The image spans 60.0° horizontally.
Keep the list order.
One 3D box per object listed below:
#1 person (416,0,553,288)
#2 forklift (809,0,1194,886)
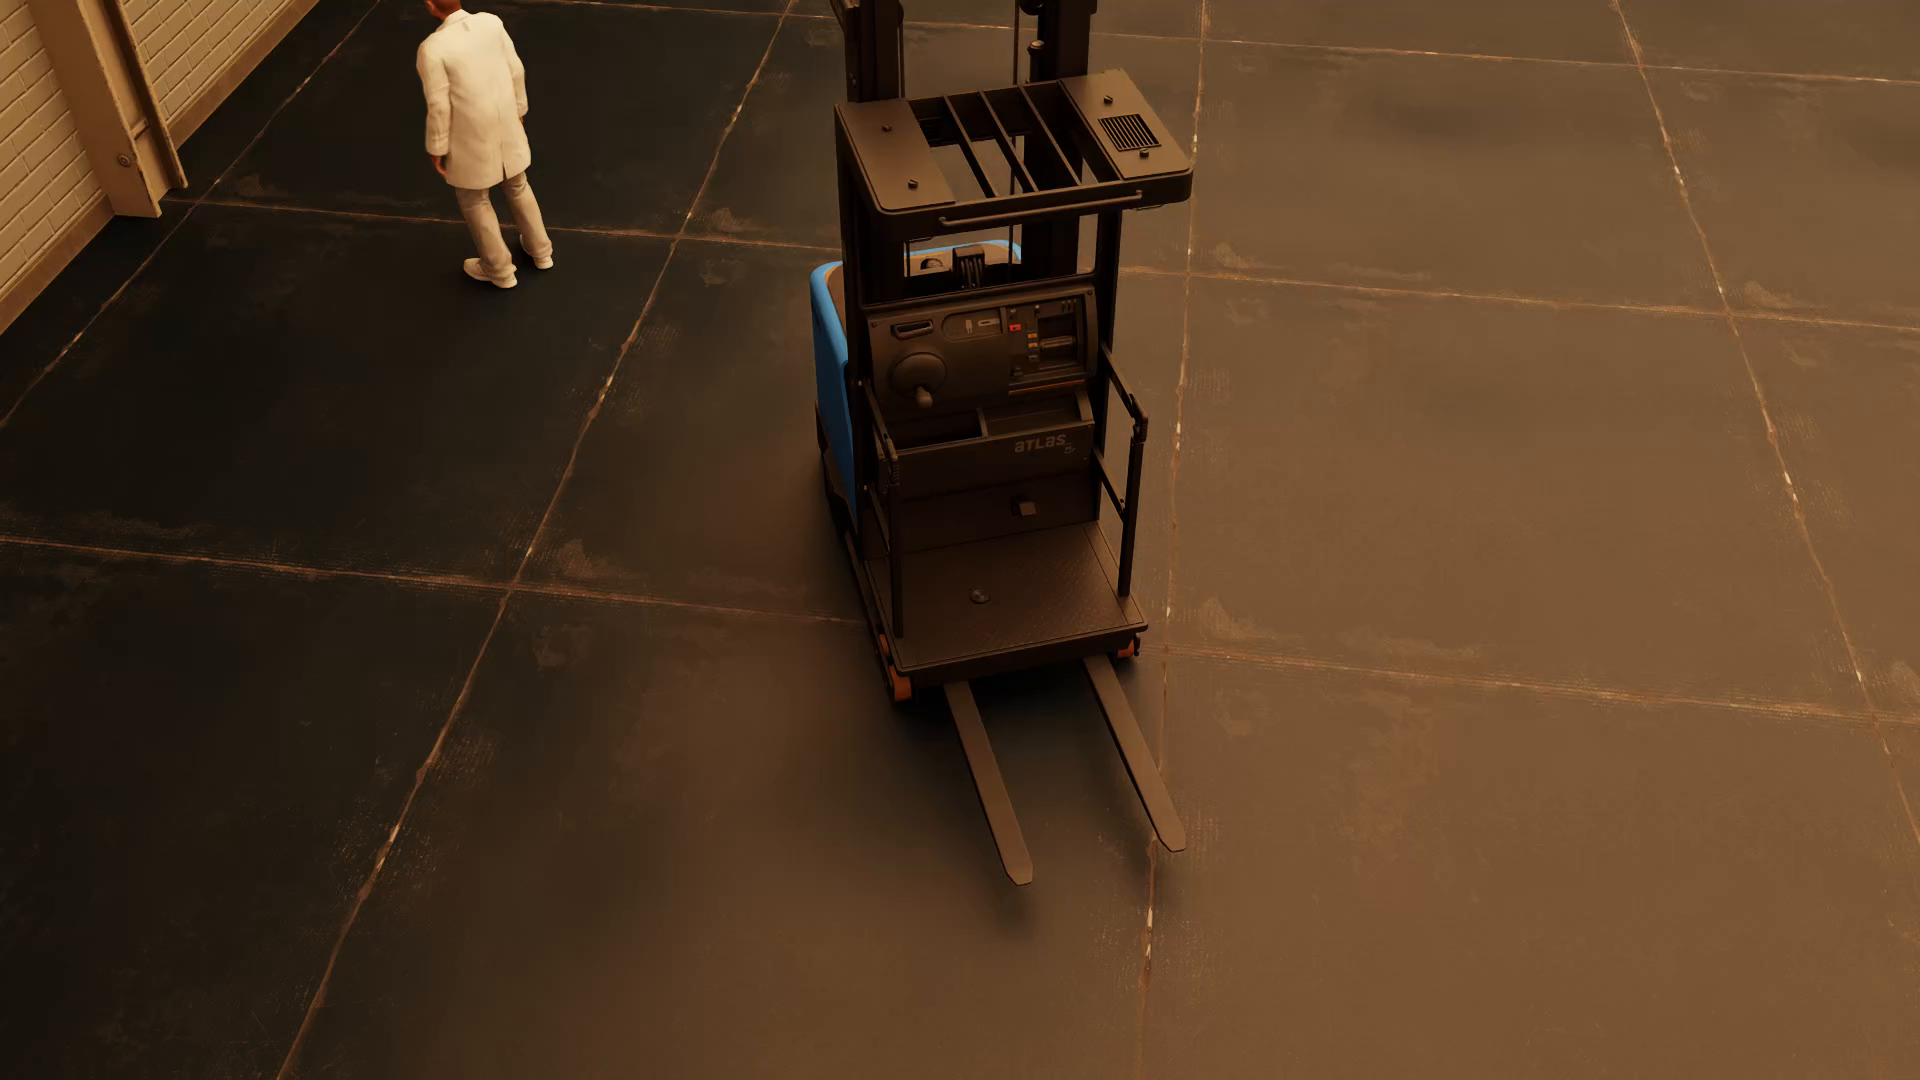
[{"bbox_3d":[-2.596,-2.198,8.972,0.429,1.774,0.654,30,50,28],"label":"person"},{"bbox_3d":[0.153,-0.681,6.465,1.130,2.935,3.031,-10,44,-11],"label":"forklift"}]
